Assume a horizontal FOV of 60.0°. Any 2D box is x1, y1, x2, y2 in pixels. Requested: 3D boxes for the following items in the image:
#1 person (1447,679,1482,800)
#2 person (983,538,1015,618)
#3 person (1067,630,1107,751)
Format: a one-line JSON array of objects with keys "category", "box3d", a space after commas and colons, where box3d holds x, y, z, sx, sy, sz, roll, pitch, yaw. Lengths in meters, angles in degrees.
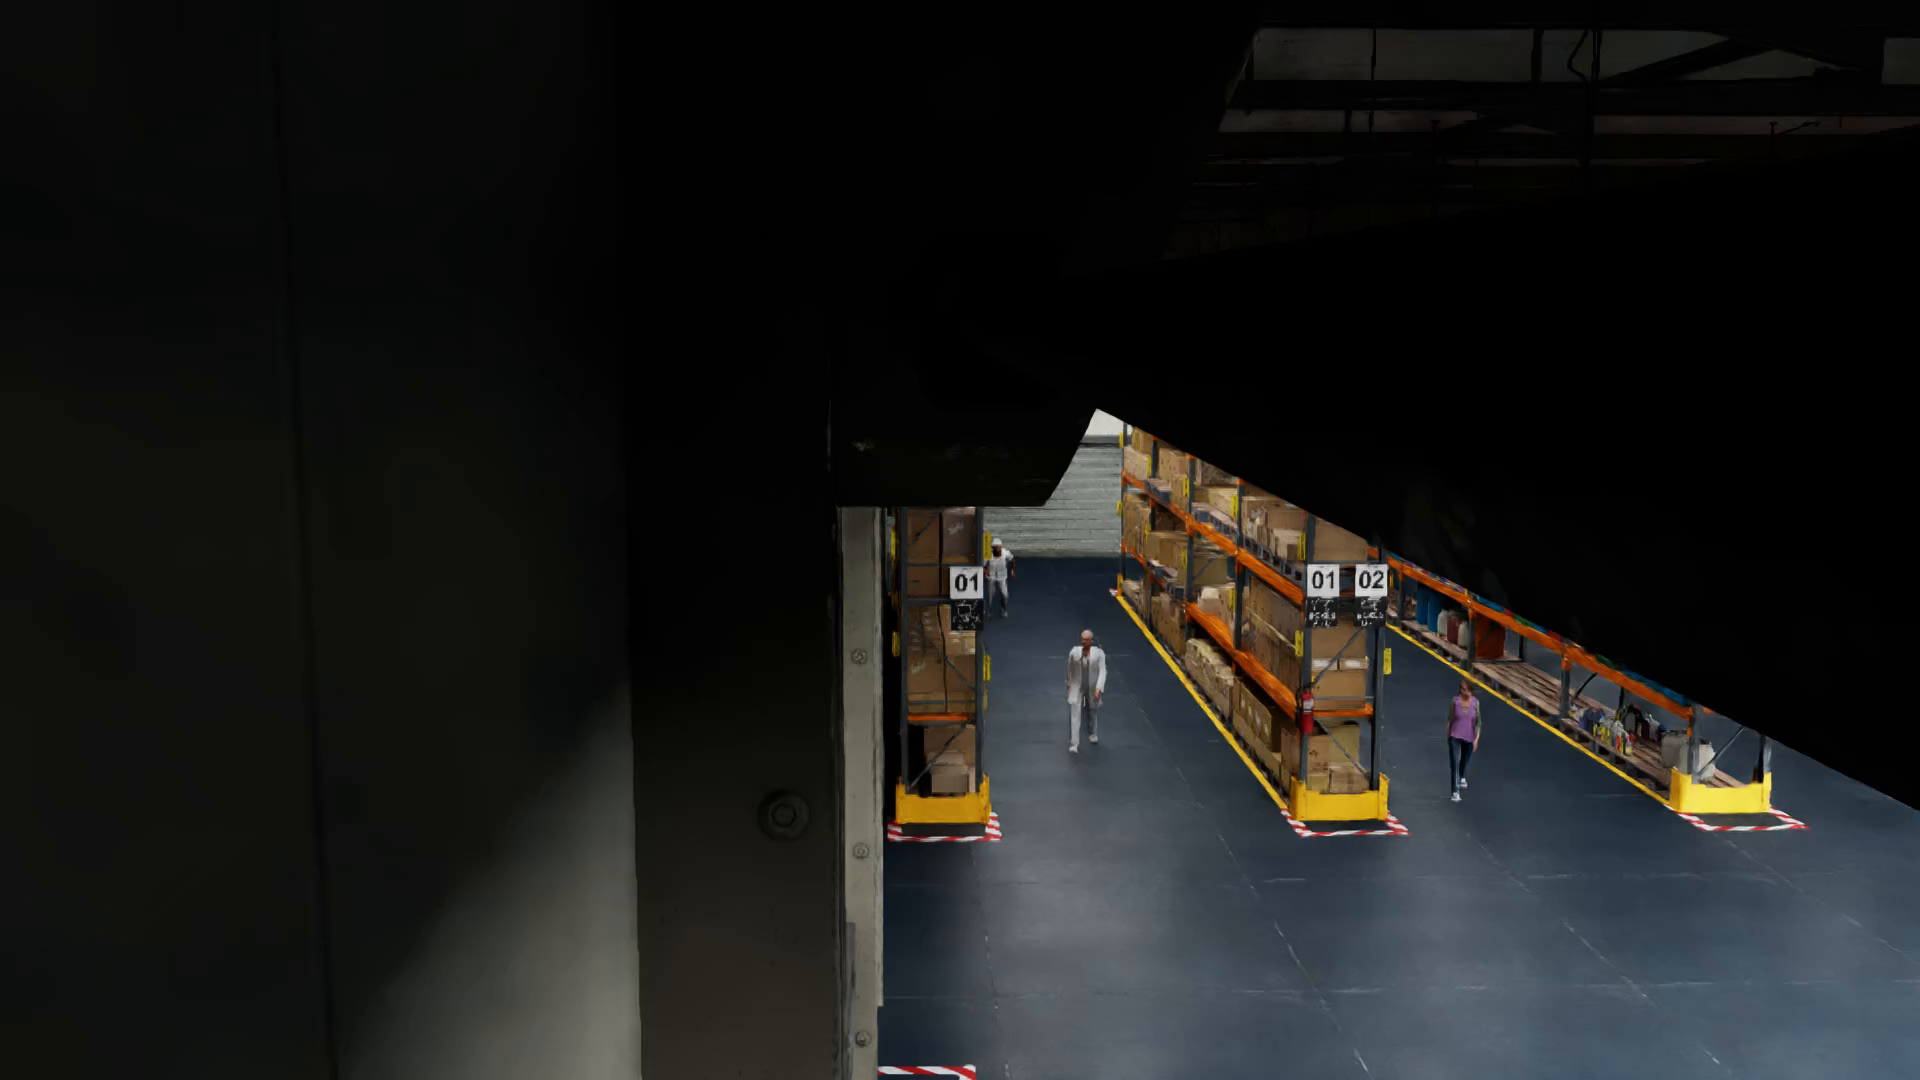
[{"category": "person", "box3d": [6.523, 2.545, 21.539, 0.408, 1.533, 0.961, 1, 8, 7]}, {"category": "person", "box3d": [0.760, 0.783, 33.646, 0.716, 1.689, 0.802, 0, 8, 3]}, {"category": "person", "box3d": [1.811, 2.131, 23.811, 0.573, 1.716, 1.102, 1, 8, 6]}]
